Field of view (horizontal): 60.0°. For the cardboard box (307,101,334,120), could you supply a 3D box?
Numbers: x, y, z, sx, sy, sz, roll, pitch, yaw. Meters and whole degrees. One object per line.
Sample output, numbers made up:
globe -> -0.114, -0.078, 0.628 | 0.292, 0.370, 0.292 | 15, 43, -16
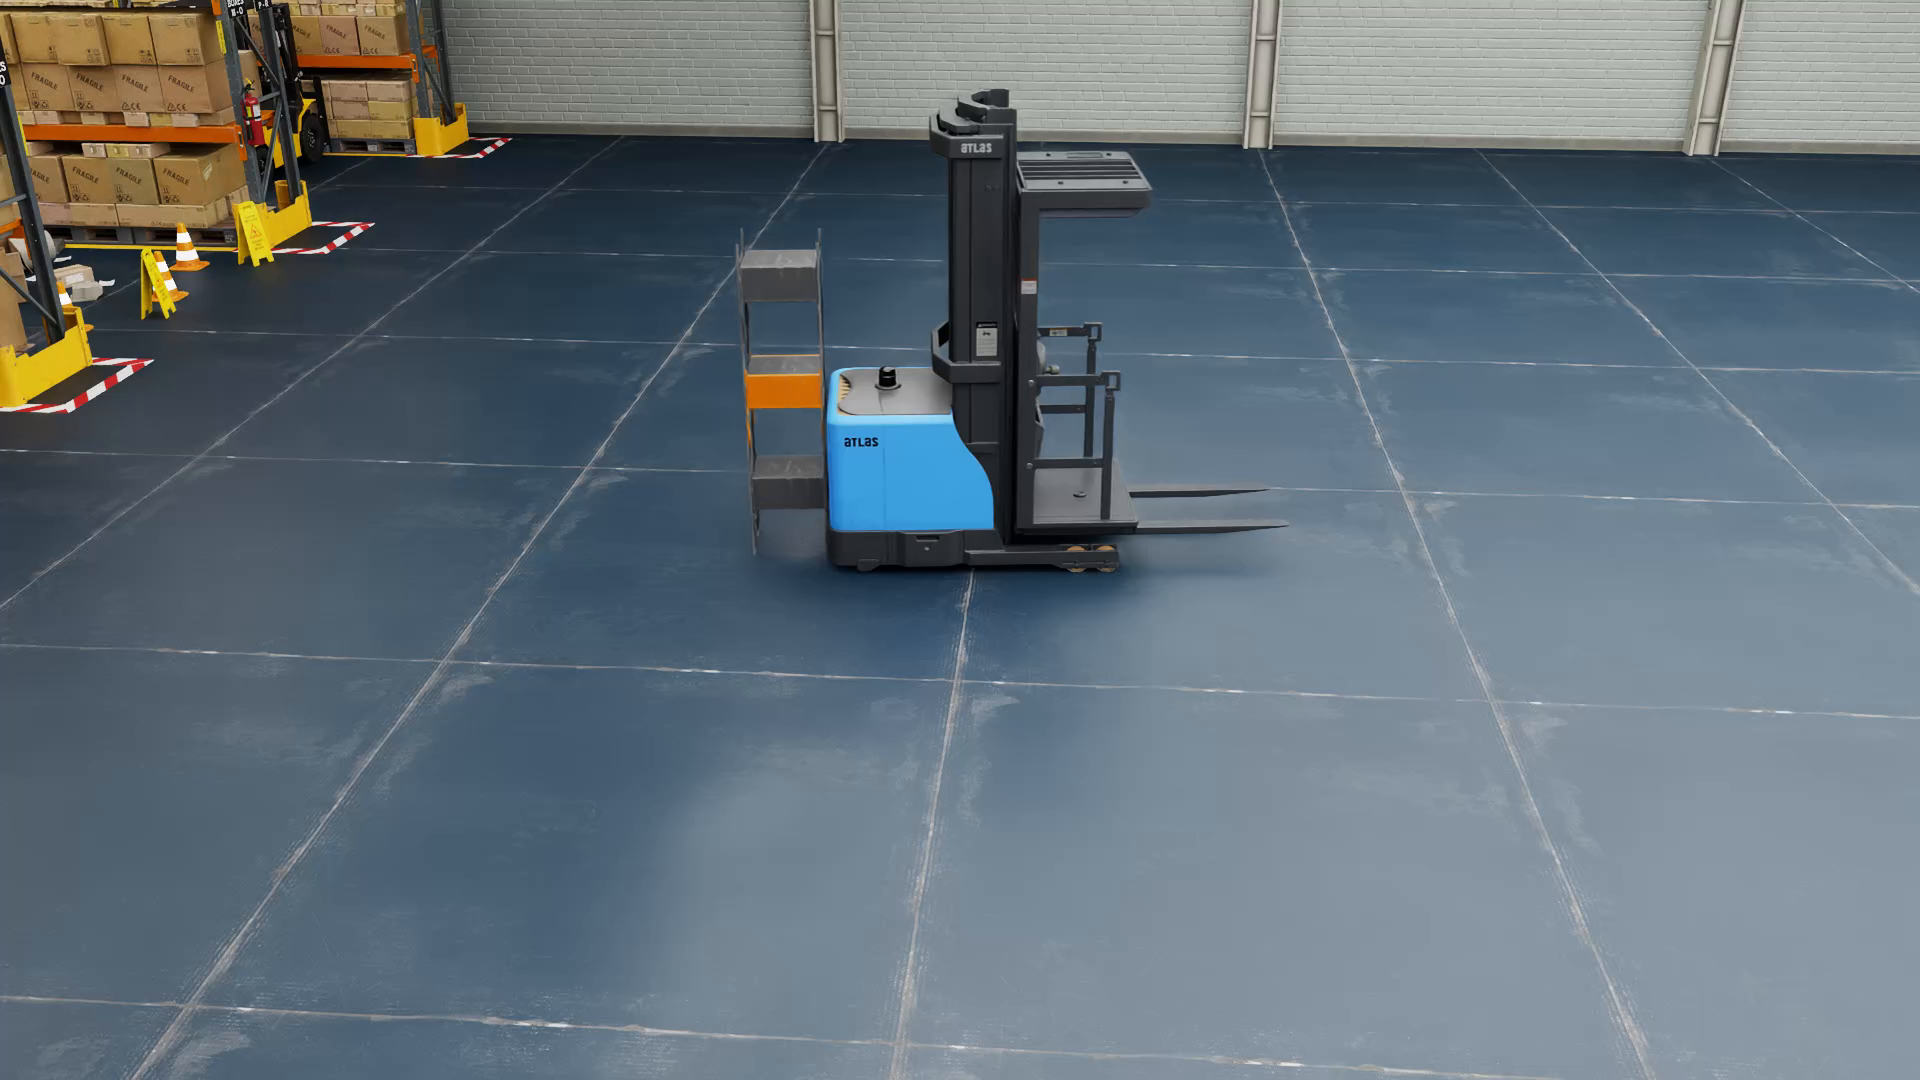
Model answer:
cardboard box -> -8.729, -5.913, 22.701 | 0.500, 0.250, 0.500 | 1, 25, 3

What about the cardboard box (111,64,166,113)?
cardboard box -> -8.641, -4.863, 17.754 | 0.500, 0.500, 0.500 | 2, 25, 4

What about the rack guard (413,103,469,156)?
rack guard -> -7.180, -5.694, 23.027 | 0.348, 0.500, 1.175 | 2, 25, 4

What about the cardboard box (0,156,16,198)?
cardboard box -> -10.466, -4.029, 18.306 | 0.500, 0.500, 0.500 | 3, 25, 6

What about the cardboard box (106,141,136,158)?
cardboard box -> -9.020, -4.249, 18.009 | 0.250, 0.149, 0.380 | 2, 25, 5

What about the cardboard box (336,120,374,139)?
cardboard box -> -8.192, -5.676, 22.783 | 0.500, 0.250, 0.500 | 2, 25, 4

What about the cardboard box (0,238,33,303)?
cardboard box -> -9.525, -2.629, 16.361 | 0.637, 0.503, 0.797 | -17, 30, -32

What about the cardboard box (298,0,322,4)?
cardboard box -> -8.599, -7.223, 22.107 | 0.250, 0.149, 0.380 | 2, 25, 5

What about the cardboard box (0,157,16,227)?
cardboard box -> -8.232, -2.757, 13.473 | 0.550, 0.550, 0.875 | 2, 25, 4

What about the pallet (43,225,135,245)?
pallet -> -9.676, -3.578, 18.774 | 1.213, 0.211, 1.003 | 2, 25, 4

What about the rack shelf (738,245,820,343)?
rack shelf -> -1.126, -1.557, 10.479 | 0.480, 0.518, 0.431 | -1, 25, -2

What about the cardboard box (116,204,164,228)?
cardboard box -> -8.922, -3.637, 18.353 | 0.500, 0.250, 0.500 | 2, 25, 4

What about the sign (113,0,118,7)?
sign -> -11.224, -7.222, 22.067 | 0.005, 0.325, 0.100 | 2, 25, 4

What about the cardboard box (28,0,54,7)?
cardboard box -> -12.321, -7.201, 22.415 | 0.250, 0.149, 0.380 | 1, 25, 2

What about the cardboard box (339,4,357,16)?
cardboard box -> -8.082, -7.095, 22.185 | 0.250, 0.149, 0.380 | 2, 25, 5

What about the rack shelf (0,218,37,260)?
rack shelf -> -9.852, -2.433, 13.809 | 4.000, 0.370, 1.077 | 2, 25, 4

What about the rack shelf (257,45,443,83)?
rack shelf -> -9.198, -6.568, 22.796 | 4.000, 0.370, 1.077 | 2, 25, 4

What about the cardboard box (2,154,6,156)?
cardboard box -> -10.368, -4.291, 18.100 | 0.250, 0.149, 0.380 | 3, 25, 6

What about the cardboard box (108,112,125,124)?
cardboard box -> -8.988, -4.612, 17.985 | 0.250, 0.149, 0.380 | 2, 25, 5

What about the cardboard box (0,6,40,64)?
cardboard box -> -10.140, -5.367, 17.655 | 0.500, 0.500, 0.700 | 1, 25, 3

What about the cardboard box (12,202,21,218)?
cardboard box -> -10.468, -3.688, 18.463 | 0.500, 0.250, 0.500 | 3, 25, 7

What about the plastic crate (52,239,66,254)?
plastic crate -> -10.066, -3.172, 18.047 | 0.583, 0.080, 0.402 | -7, 26, -14

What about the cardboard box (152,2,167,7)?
cardboard box -> -10.636, -7.171, 22.351 | 0.250, 0.149, 0.380 | 2, 25, 5

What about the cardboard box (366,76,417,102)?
cardboard box -> -7.687, -6.111, 22.534 | 0.500, 0.250, 0.500 | 3, 25, 6

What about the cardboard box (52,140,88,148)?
cardboard box -> -9.942, -4.234, 18.752 | 0.500, 0.500, 0.500 | 3, 25, 7

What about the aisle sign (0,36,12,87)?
aisle sign -> -7.765, -3.999, 13.243 | 0.004, 0.787, 0.394 | 2, 25, 4

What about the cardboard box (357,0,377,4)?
cardboard box -> -7.825, -7.225, 22.111 | 0.250, 0.149, 0.380 | 2, 25, 4

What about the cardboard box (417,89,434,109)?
cardboard box -> -7.657, -6.101, 23.110 | 0.500, 0.250, 0.500 | 2, 25, 5

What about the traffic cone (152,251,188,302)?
traffic cone -> -7.854, -2.612, 16.373 | 0.334, 0.463, 0.336 | 2, 25, 4

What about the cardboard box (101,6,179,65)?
cardboard box -> -8.610, -5.341, 17.598 | 0.500, 0.500, 0.700 | 2, 25, 4

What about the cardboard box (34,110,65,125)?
cardboard box -> -9.751, -4.591, 17.939 | 0.250, 0.149, 0.380 | 2, 25, 4

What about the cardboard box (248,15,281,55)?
cardboard box -> -9.244, -6.831, 22.387 | 0.500, 0.500, 0.500 | 2, 25, 4

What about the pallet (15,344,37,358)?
pallet -> -8.661, -1.422, 14.087 | 1.213, 0.211, 1.003 | 2, 25, 4

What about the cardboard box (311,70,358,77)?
cardboard box -> -8.665, -6.356, 23.065 | 0.500, 0.250, 0.500 | 2, 25, 4

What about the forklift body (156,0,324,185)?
forklift body -> -9.234, -5.746, 21.163 | 1.214, 2.155, 2.313 | 2, 25, 4

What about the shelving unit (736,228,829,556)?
shelving unit -> -1.126, -0.933, 10.766 | 0.503, 2.100, 0.431 | -1, 25, -2

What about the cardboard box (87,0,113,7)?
cardboard box -> -11.550, -7.217, 22.451 | 0.250, 0.149, 0.380 | 3, 25, 6

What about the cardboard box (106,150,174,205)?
cardboard box -> -8.919, -3.976, 18.193 | 0.500, 0.500, 0.500 | 3, 25, 6

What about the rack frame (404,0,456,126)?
rack frame -> -7.204, -6.831, 22.507 | 0.127, 3.000, 1.000 | 2, 25, 4

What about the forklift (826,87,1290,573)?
forklift -> 0.647, -1.342, 10.661 | 3.031, 2.935, 1.130 | -1, 25, -2

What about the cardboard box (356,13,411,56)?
cardboard box -> -7.715, -6.782, 22.282 | 0.500, 0.500, 0.500 | 1, 25, 3

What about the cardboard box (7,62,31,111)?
cardboard box -> -10.149, -4.912, 17.862 | 0.500, 0.500, 0.500 | 2, 25, 4

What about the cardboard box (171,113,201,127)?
cardboard box -> -8.230, -4.532, 17.812 | 0.250, 0.149, 0.380 | 2, 25, 3

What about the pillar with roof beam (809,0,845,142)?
pillar with roof beam -> -2.176, -7.968, 17.801 | 0.400, 9.000, 9.100 | 2, 25, 4

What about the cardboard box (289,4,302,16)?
cardboard box -> -8.852, -7.096, 22.187 | 0.250, 0.149, 0.380 | 2, 25, 4

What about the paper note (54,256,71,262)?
paper note -> -9.572, -3.001, 17.736 | 0.148, 0.019, 0.142 | -7, 26, -14
